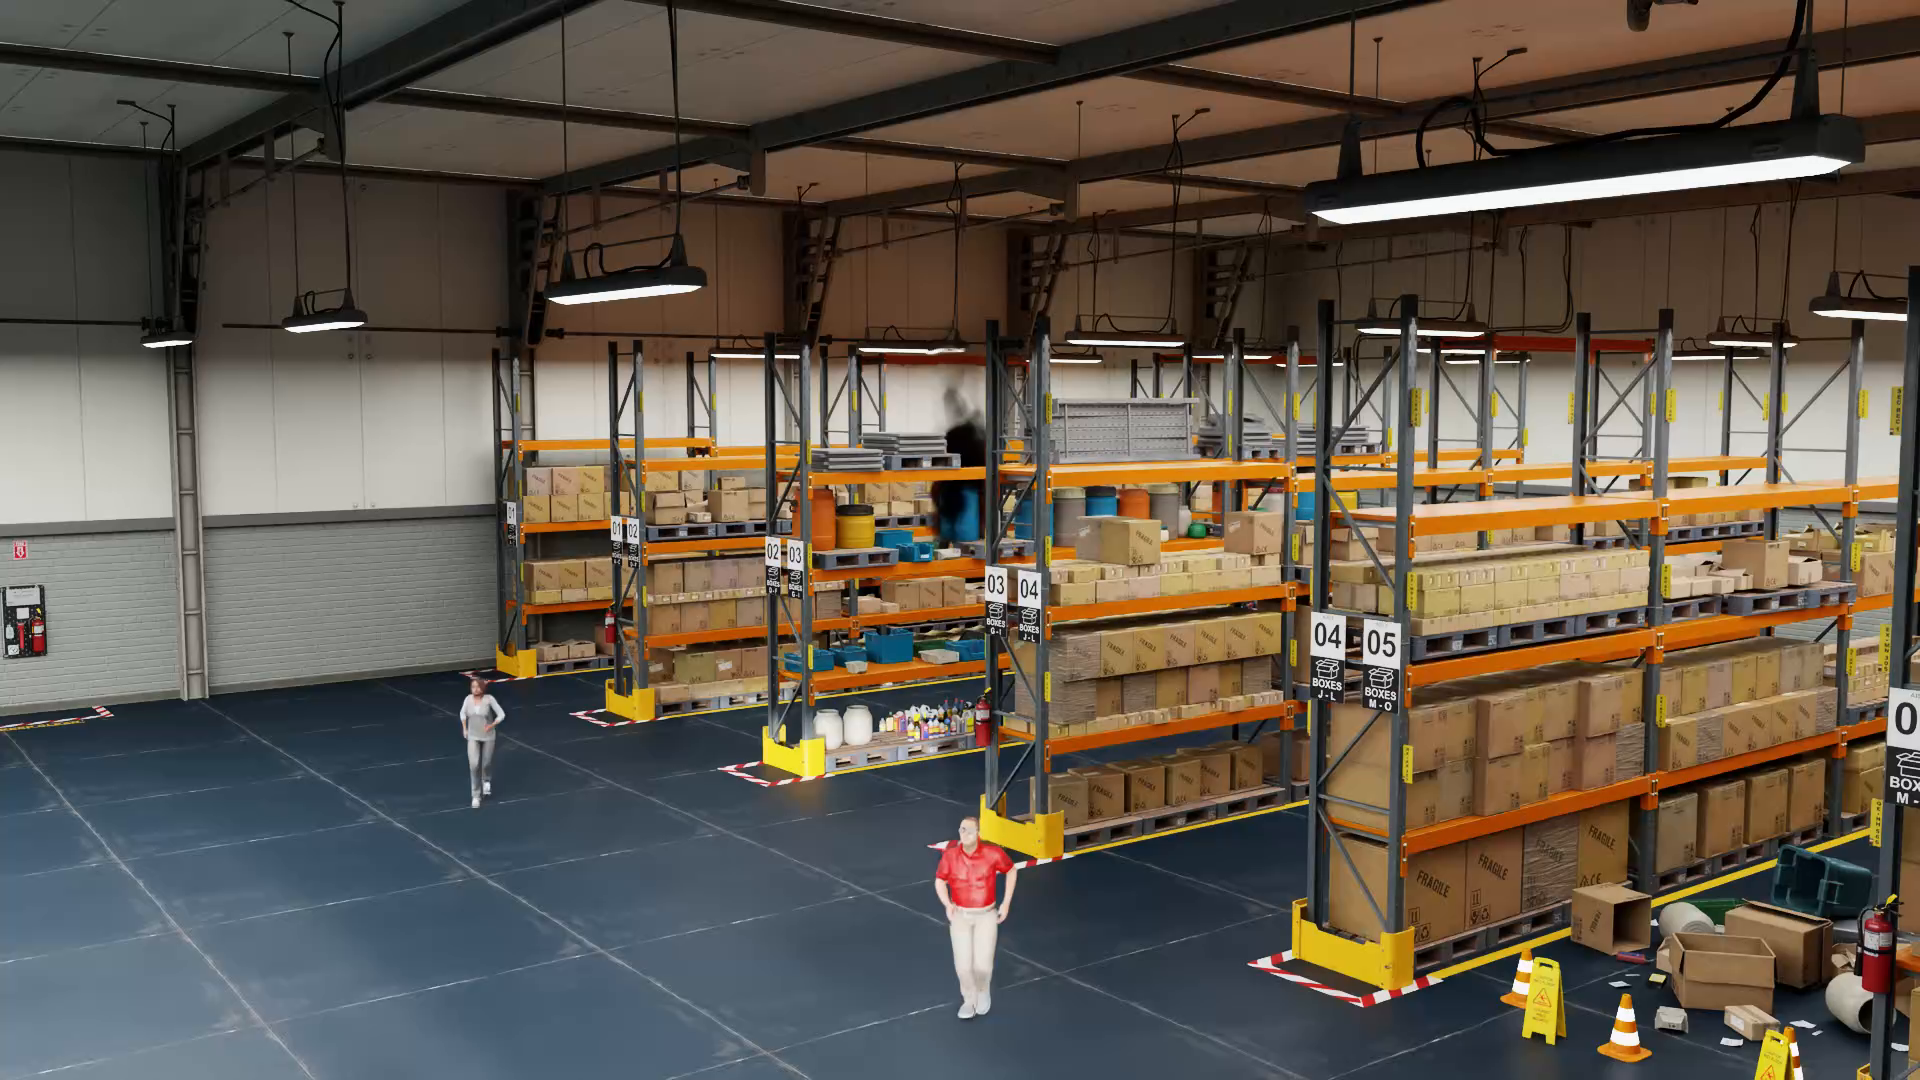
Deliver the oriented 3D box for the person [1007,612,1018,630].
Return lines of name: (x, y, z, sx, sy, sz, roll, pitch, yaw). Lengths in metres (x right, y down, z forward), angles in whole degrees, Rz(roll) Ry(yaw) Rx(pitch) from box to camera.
person: (1.226, 1.353, 33.765, 0.781, 1.782, 0.638, -5, 7, -44)

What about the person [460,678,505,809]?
person: (-6.026, 2.534, 21.007, 0.561, 1.640, 0.691, -1, 5, -8)

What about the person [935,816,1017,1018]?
person: (0.106, 3.127, 13.689, 0.667, 1.679, 0.567, 1, 5, 11)
